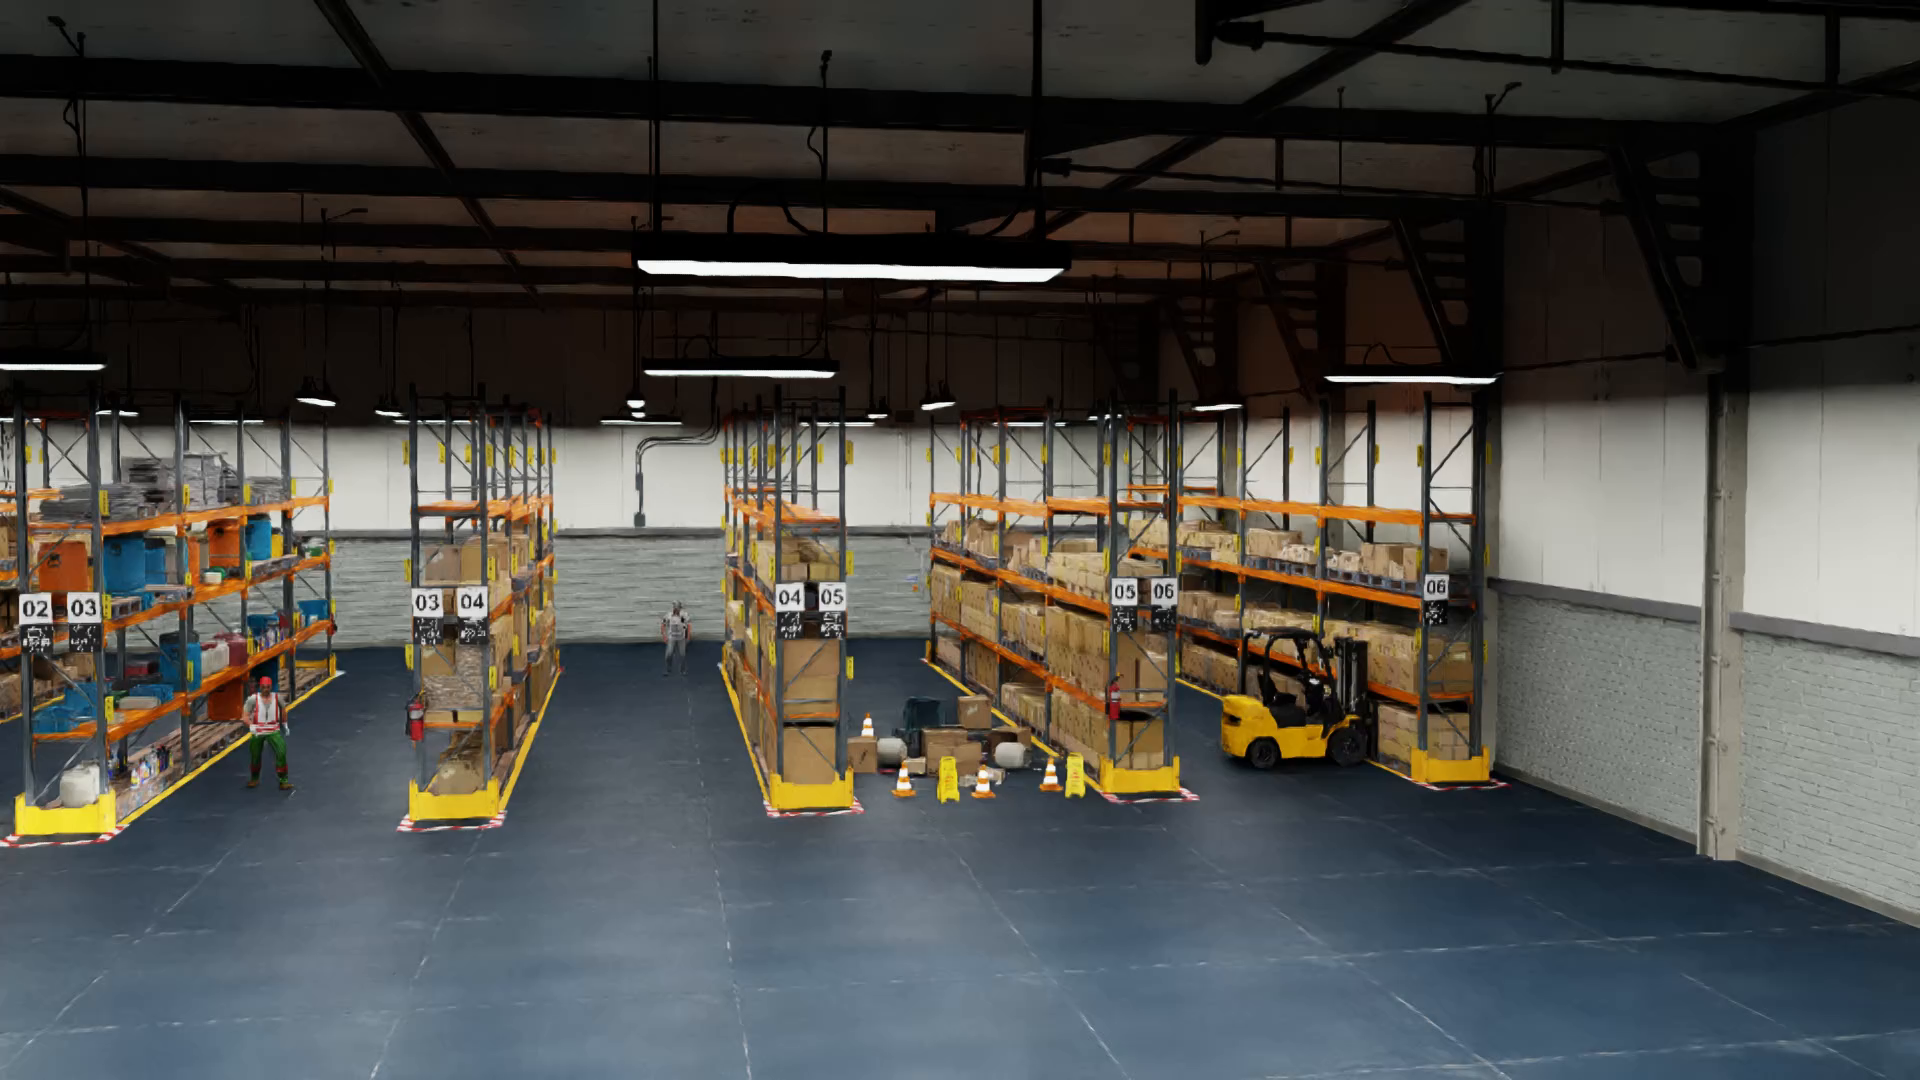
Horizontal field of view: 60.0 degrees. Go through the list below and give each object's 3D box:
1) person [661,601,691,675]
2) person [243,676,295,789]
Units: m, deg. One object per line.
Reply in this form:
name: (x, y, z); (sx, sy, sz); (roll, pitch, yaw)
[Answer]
person: (-6.477, 2.233, 37.952); (0.685, 1.705, 0.550); (-1, 3, -13)
person: (-10.382, 2.867, 24.919); (0.682, 1.713, 0.848); (-2, 3, -27)
